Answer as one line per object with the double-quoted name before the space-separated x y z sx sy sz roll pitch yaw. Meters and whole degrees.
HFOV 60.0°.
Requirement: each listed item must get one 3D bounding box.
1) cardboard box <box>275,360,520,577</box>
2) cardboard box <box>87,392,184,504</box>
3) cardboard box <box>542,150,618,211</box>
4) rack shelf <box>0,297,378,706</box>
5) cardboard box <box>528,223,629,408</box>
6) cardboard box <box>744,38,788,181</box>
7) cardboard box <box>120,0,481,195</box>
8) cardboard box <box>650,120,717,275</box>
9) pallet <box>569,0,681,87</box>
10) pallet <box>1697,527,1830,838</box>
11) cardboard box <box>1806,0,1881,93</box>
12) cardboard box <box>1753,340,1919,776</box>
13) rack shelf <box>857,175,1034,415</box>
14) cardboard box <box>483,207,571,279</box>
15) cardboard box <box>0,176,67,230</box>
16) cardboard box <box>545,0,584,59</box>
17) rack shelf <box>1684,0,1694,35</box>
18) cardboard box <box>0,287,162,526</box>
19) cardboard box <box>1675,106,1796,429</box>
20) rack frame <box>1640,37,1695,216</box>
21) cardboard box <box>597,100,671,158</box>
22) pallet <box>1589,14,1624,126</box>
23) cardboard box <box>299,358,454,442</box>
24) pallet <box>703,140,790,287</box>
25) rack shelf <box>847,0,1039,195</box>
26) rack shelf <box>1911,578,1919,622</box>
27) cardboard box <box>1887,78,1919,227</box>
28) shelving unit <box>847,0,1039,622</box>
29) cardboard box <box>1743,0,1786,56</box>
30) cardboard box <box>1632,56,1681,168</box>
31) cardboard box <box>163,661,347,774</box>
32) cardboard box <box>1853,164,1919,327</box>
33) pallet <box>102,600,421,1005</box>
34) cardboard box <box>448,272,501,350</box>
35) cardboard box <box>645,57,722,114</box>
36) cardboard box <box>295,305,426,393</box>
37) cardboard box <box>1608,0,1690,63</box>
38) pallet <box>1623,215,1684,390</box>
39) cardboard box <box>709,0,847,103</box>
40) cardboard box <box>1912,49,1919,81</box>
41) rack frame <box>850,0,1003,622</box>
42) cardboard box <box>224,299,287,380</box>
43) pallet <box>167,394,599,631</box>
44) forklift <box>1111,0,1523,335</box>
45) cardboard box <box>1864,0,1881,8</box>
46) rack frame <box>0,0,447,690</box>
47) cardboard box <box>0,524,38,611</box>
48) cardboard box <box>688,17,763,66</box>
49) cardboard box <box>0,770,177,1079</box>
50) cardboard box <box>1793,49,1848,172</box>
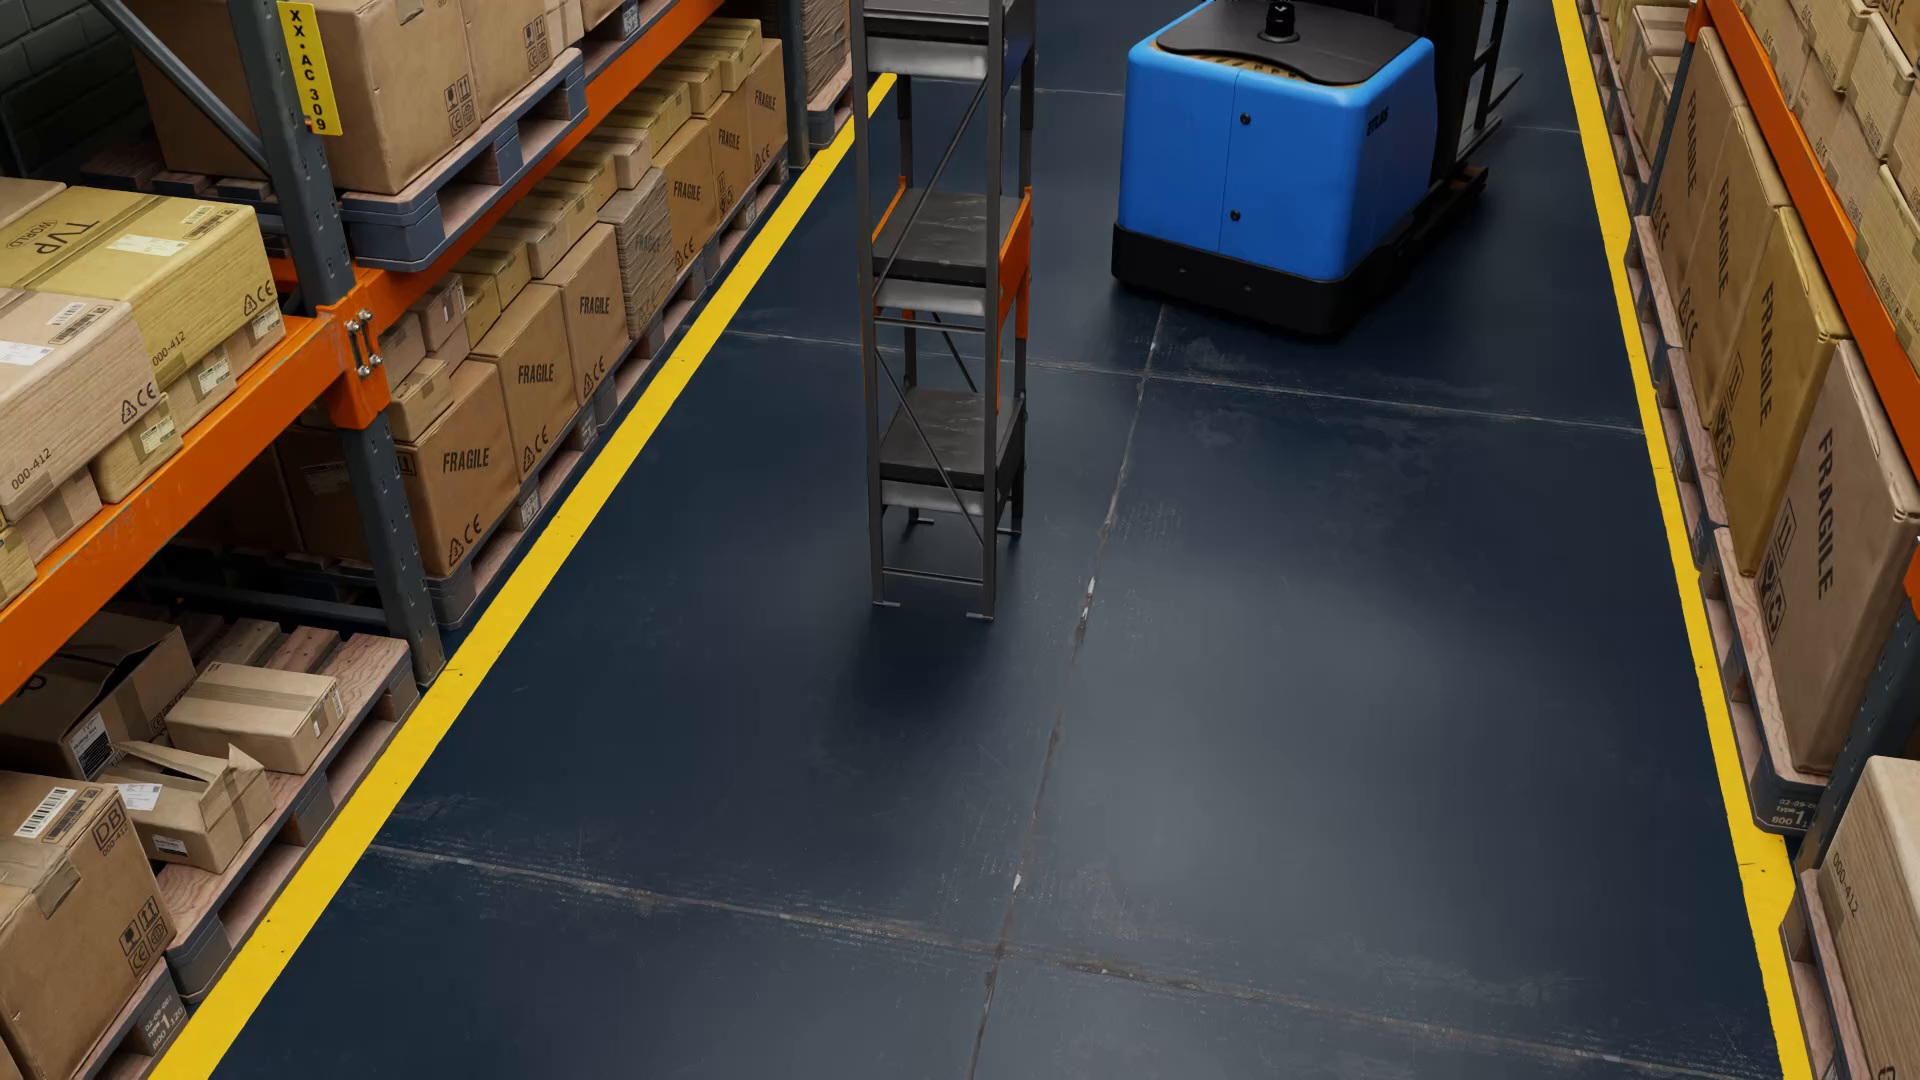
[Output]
"cardboard box" -1.786 -0.259 5.323 0.500 0.500 0.500 9 37 12
"cardboard box" -1.996 -0.232 3.728 0.380 0.149 0.250 8 37 11
"cardboard box" -1.525 -1.360 6.289 0.380 0.149 0.250 7 37 10
"rack shelf" -2.536 0.586 2.998 1.077 0.370 4.000 7 37 10
"cardboard box" -1.571 -0.851 6.140 0.500 0.500 0.500 6 36 9
"cardboard box" -1.135 -2.034 7.772 0.500 0.500 0.500 8 37 11
"cardboard box" -1.787 -1.312 4.561 0.700 0.500 0.500 8 37 11
"cardboard box" -1.361 -1.448 6.964 0.500 0.500 0.500 9 37 12
"pallet" -1.665 -1.952 6.051 1.003 0.211 1.213 7 37 10
"pallet" 2.832 0.445 4.956 1.003 0.211 1.213 7 37 10
"cardboard box" 2.895 -1.538 5.017 0.500 0.250 0.500 8 37 11
"cardboard box" 2.795 0.093 4.518 0.875 0.875 0.875 8 37 11
"rack shelf" -0.035 -0.744 5.011 0.431 0.518 0.480 7 37 10
"cardboard box" -1.610 -1.059 5.875 0.380 0.149 0.250 7 37 10
"cardboard box" -2.478 -0.661 3.981 0.500 0.250 0.500 7 37 9
"cardboard box" -1.437 -1.716 5.318 0.396 0.266 0.258 9 37 12
"rack shelf" 4.023 -3.380 8.471 1.077 0.370 4.000 7 37 10
"cardboard box" -2.072 -0.300 3.482 0.500 0.250 0.500 7 37 10
"cardboard box" 3.172 -0.938 5.941 0.875 0.875 0.875 8 37 11
"rack frame" 3.596 -2.525 6.678 1.000 3.000 0.127 7 37 10
"cardboard box" -1.393 -1.656 6.699 0.380 0.149 0.250 7 36 9
"pallet" 4.027 -2.541 9.076 1.003 0.211 1.213 7 37 10
"cardboard box" -1.772 -0.445 5.027 0.380 0.149 0.250 9 37 12
"pallet" -1.451 -1.593 7.768 1.003 0.211 1.213 7 37 10
"rack shelf" -0.035 -1.311 4.600 0.431 0.518 0.480 7 37 10
"rack shelf" 2.314 1.206 2.143 1.077 0.370 4.000 7 37 10
"cardboard box" 2.697 -0.944 4.199 0.500 0.250 0.500 8 37 11
"shelving unit" -0.035 -0.755 5.003 0.431 2.100 0.503 7 37 10
"cardboard box" 3.153 -1.919 5.969 0.500 0.250 0.500 6 36 9
"cardboard box" 3.726 -1.954 7.771 0.950 0.372 0.625 5 36 7
"cardboard box" -1.941 0.489 4.591 0.380 0.149 0.250 6 36 9
"cardboard box" 2.701 -0.752 4.359 0.500 0.250 0.500 7 36 9
"pallet" -2.256 0.671 4.645 1.003 0.211 1.213 7 37 10
"cardboard box" -1.745 -0.762 5.464 0.380 0.149 0.250 6 36 8
"cardboard box" -1.240 -1.945 7.097 0.380 0.149 0.250 6 36 8
"cardboard box" -1.831 -0.573 4.950 0.380 0.149 0.250 7 36 9
"cardboard box" 4.043 -2.812 8.955 0.950 0.372 0.625 8 37 12
"pallet" 3.353 -0.953 6.886 1.003 0.211 1.213 7 37 10
"cardboard box" -1.108 -2.709 8.598 0.875 0.625 0.625 8 37 11
"cardboard box" 2.695 -1.262 3.998 0.500 0.500 0.500 8 37 11
"rack frame" -0.087 -0.615 4.810 0.400 2.100 0.015 7 37 10
"cardboard box" -1.930 -0.536 4.147 0.380 0.149 0.250 8 37 11
"pallet" -1.972 -0.194 5.838 1.003 0.211 1.213 7 37 10
"forklift" 1.877 -2.854 7.190 1.130 2.935 3.031 21 41 26
"cardboard box" 2.918 -1.849 4.808 0.500 0.500 0.500 8 37 11
"rack frame" -2.109 -0.852 4.369 1.000 3.000 0.127 7 37 10
"cardboard box" -2.106 0.065 3.318 0.380 0.149 0.250 7 36 9
"cardboard box" -1.112 -2.251 7.519 0.380 0.149 0.250 6 36 8
"cardboard box" -2.298 0.864 3.774 0.700 0.500 0.500 6 36 8
"cardboard box" 2.933 -1.335 5.164 0.500 0.250 0.500 7 37 10
